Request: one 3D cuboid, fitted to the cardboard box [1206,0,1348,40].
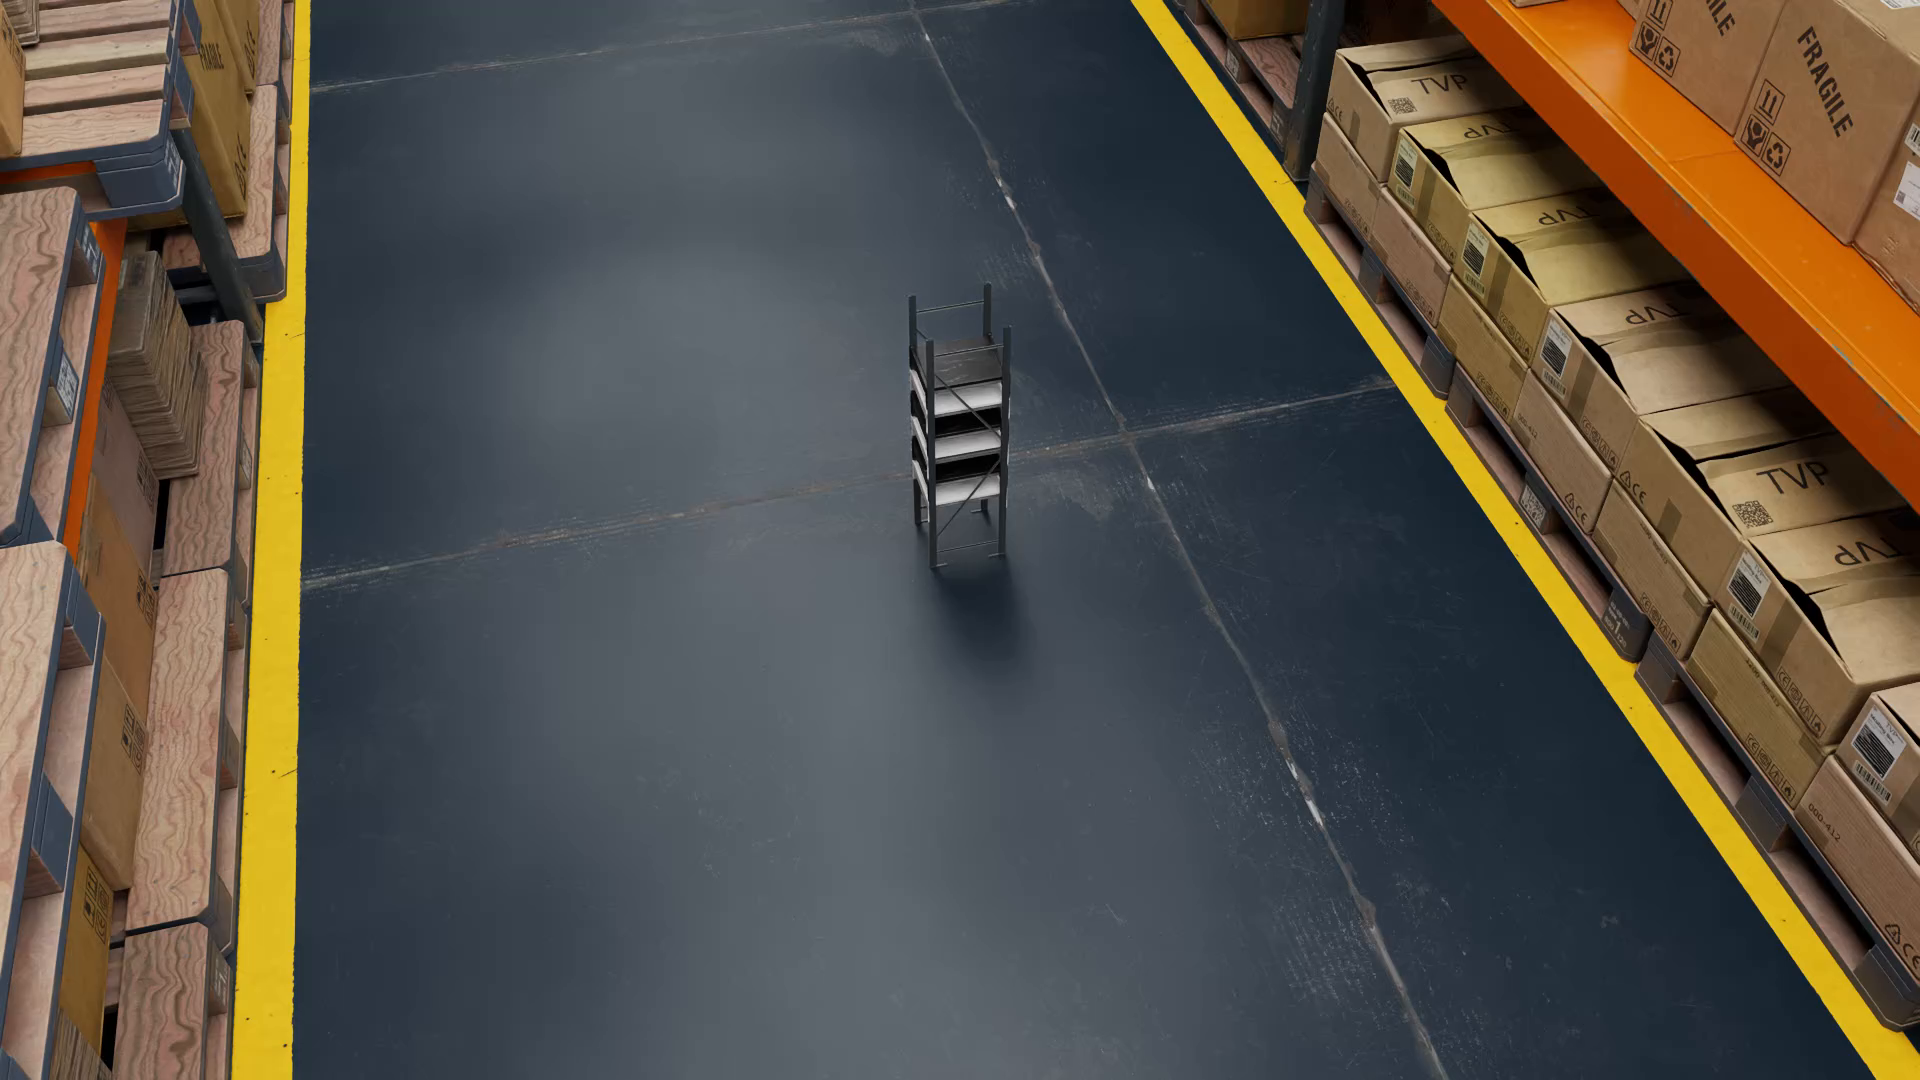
[{"bbox_3d":[1.336,-2.487,7.029,0.500,0.500,0.500,-9,46,-9],"label":"cardboard box"}]

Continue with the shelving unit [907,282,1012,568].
[{"bbox_3d":[-0.002,-0.321,4.934,0.258,0.900,0.210,-11,47,-10],"label":"shelving unit"}]

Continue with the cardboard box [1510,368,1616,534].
[{"bbox_3d":[2.052,-0.315,5.090,0.500,0.250,0.500,-10,46,-10],"label":"cardboard box"}]

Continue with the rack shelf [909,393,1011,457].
[{"bbox_3d":[-0.002,-0.360,4.894,0.258,0.077,0.200,-11,47,-10],"label":"rack shelf"}]

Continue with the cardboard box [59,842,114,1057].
[{"bbox_3d":[-2.347,0.934,3.677,0.700,0.500,0.500,-12,47,-11],"label":"cardboard box"}]

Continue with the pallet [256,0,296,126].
[{"bbox_3d":[-3.423,-2.119,7.179,1.003,0.211,1.213,-11,47,-10],"label":"pallet"}]

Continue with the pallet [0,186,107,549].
[{"bbox_3d":[-2.439,-0.270,3.549,1.003,0.211,1.213,-11,47,-10],"label":"pallet"}]

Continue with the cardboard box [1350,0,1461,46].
[{"bbox_3d":[1.962,-2.250,6.797,0.500,0.500,0.500,-9,46,-9],"label":"cardboard box"}]

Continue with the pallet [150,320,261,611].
[{"bbox_3d":[-2.787,-0.181,5.279,1.003,0.211,1.213,-11,47,-10],"label":"pallet"}]

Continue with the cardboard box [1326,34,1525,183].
[{"bbox_3d":[1.652,-1.570,5.927,0.500,0.311,0.500,-9,46,-9],"label":"cardboard box"}]

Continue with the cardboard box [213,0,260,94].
[{"bbox_3d":[-3.265,-2.229,6.545,0.750,0.750,0.750,-11,47,-11],"label":"cardboard box"}]

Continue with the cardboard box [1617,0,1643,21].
[{"bbox_3d":[2.183,-1.647,4.939,0.380,0.149,0.250,-8,46,-7],"label":"cardboard box"}]

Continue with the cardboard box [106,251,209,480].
[{"bbox_3d":[-2.751,-0.488,5.070,0.700,0.500,0.500,-10,46,-10],"label":"cardboard box"}]

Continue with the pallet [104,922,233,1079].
[{"bbox_3d":[-2.162,1.504,3.628,1.003,0.211,1.213,-11,47,-10],"label":"pallet"}]

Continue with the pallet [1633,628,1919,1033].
[{"bbox_3d":[2.600,0.631,4.483,1.003,0.211,1.213,-11,47,-10],"label":"pallet"}]

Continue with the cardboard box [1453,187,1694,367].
[{"bbox_3d":[1.923,-0.857,5.228,0.500,0.311,0.500,-12,47,-11],"label":"cardboard box"}]

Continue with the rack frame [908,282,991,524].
[{"bbox_3d":[-0.028,-0.391,5.003,0.240,0.900,0.006,-11,47,-10],"label":"rack frame"}]

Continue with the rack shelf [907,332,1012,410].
[{"bbox_3d":[-0.002,-0.486,4.765,0.258,0.077,0.200,-11,47,-10],"label":"rack shelf"}]

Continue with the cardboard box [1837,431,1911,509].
[{"bbox_3d":[2.704,-0.258,4.642,0.500,0.311,0.500,-12,47,-12],"label":"cardboard box"}]

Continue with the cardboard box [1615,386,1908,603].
[{"bbox_3d":[2.181,-0.154,4.539,0.500,0.311,0.500,-11,47,-10],"label":"cardboard box"}]

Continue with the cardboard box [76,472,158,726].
[{"bbox_3d":[-2.577,0.227,4.370,0.700,0.500,0.500,-11,47,-11],"label":"cardboard box"}]

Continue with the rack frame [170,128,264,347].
[{"bbox_3d":[-2.986,-1.696,4.812,1.000,3.000,0.127,-11,47,-10],"label":"rack frame"}]

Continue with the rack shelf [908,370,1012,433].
[{"bbox_3d":[-0.002,-0.423,4.829,0.258,0.077,0.200,-11,47,-10],"label":"rack shelf"}]

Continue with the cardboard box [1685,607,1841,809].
[{"bbox_3d":[2.312,0.390,4.399,0.500,0.250,0.500,-11,47,-11],"label":"cardboard box"}]

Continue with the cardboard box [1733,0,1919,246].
[{"bbox_3d":[2.382,-1.121,4.178,0.500,0.500,0.500,-11,47,-10],"label":"cardboard box"}]

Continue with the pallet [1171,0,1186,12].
[{"bbox_3d":[1.339,-2.992,8.034,1.003,0.211,1.213,-11,47,-10],"label":"pallet"}]

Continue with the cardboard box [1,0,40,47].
[{"bbox_3d":[-2.856,-1.563,4.303,0.700,0.500,0.500,-16,48,-15],"label":"cardboard box"}]

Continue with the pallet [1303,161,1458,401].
[{"bbox_3d":[1.975,-1.053,6.134,1.003,0.211,1.213,-11,47,-10],"label":"pallet"}]

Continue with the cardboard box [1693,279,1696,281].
[{"bbox_3d":[2.440,-0.962,5.331,0.500,0.311,0.500,-11,47,-11],"label":"cardboard box"}]

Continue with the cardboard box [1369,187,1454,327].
[{"bbox_3d":[1.782,-1.027,5.787,0.500,0.250,0.500,-12,47,-11],"label":"cardboard box"}]

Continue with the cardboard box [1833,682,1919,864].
[{"bbox_3d":[2.445,0.549,3.850,0.500,0.311,0.500,-11,47,-10],"label":"cardboard box"}]
